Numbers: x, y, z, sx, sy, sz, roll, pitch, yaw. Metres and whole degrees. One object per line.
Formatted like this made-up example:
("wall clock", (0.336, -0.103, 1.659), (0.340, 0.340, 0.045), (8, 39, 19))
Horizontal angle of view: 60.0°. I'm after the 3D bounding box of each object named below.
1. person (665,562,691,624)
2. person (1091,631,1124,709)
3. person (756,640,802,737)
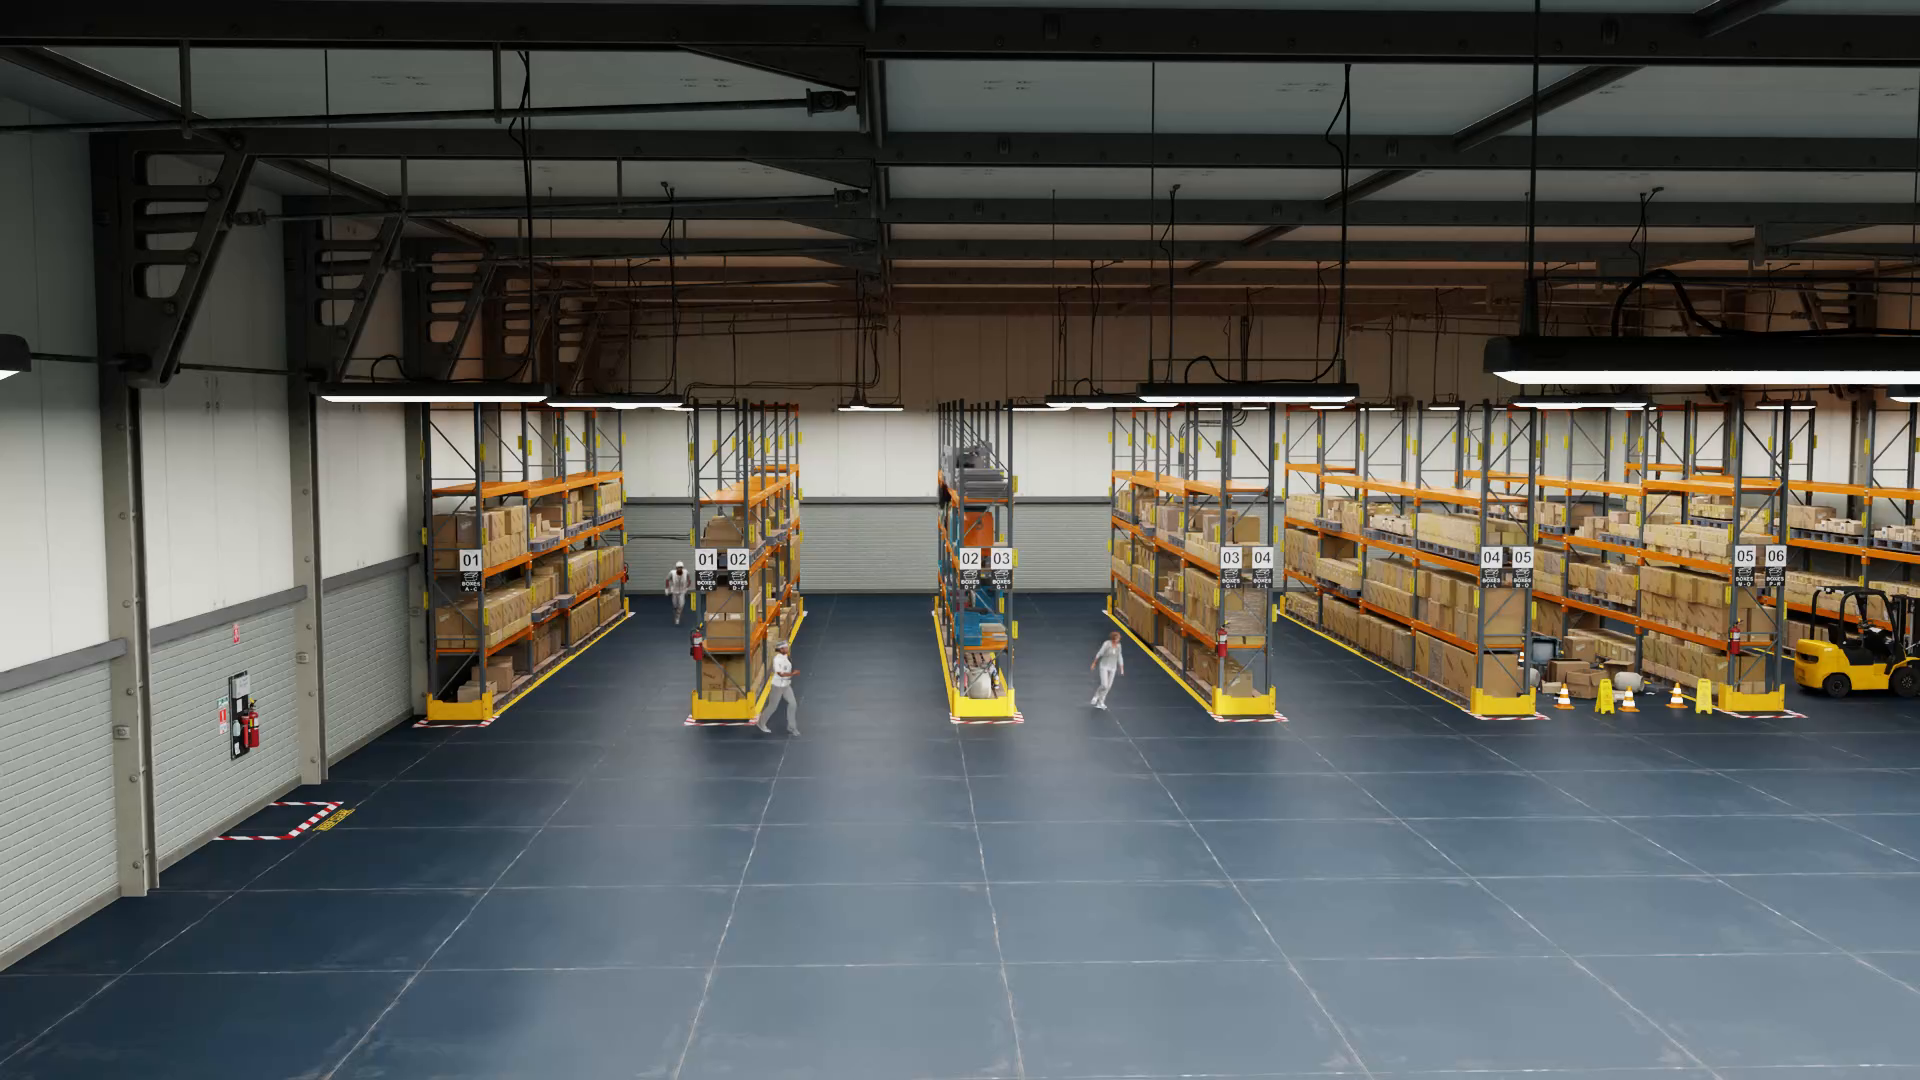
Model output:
("person", (-7.669, 1.435, 45.298), (0.683, 1.707, 0.700), (-1, 5, -19))
("person", (2.854, 2.516, 32.169), (0.561, 1.548, 0.540), (-2, 5, -27))
("person", (-3.210, 2.629, 29.546), (0.861, 1.734, 0.526), (2, 5, 21))
